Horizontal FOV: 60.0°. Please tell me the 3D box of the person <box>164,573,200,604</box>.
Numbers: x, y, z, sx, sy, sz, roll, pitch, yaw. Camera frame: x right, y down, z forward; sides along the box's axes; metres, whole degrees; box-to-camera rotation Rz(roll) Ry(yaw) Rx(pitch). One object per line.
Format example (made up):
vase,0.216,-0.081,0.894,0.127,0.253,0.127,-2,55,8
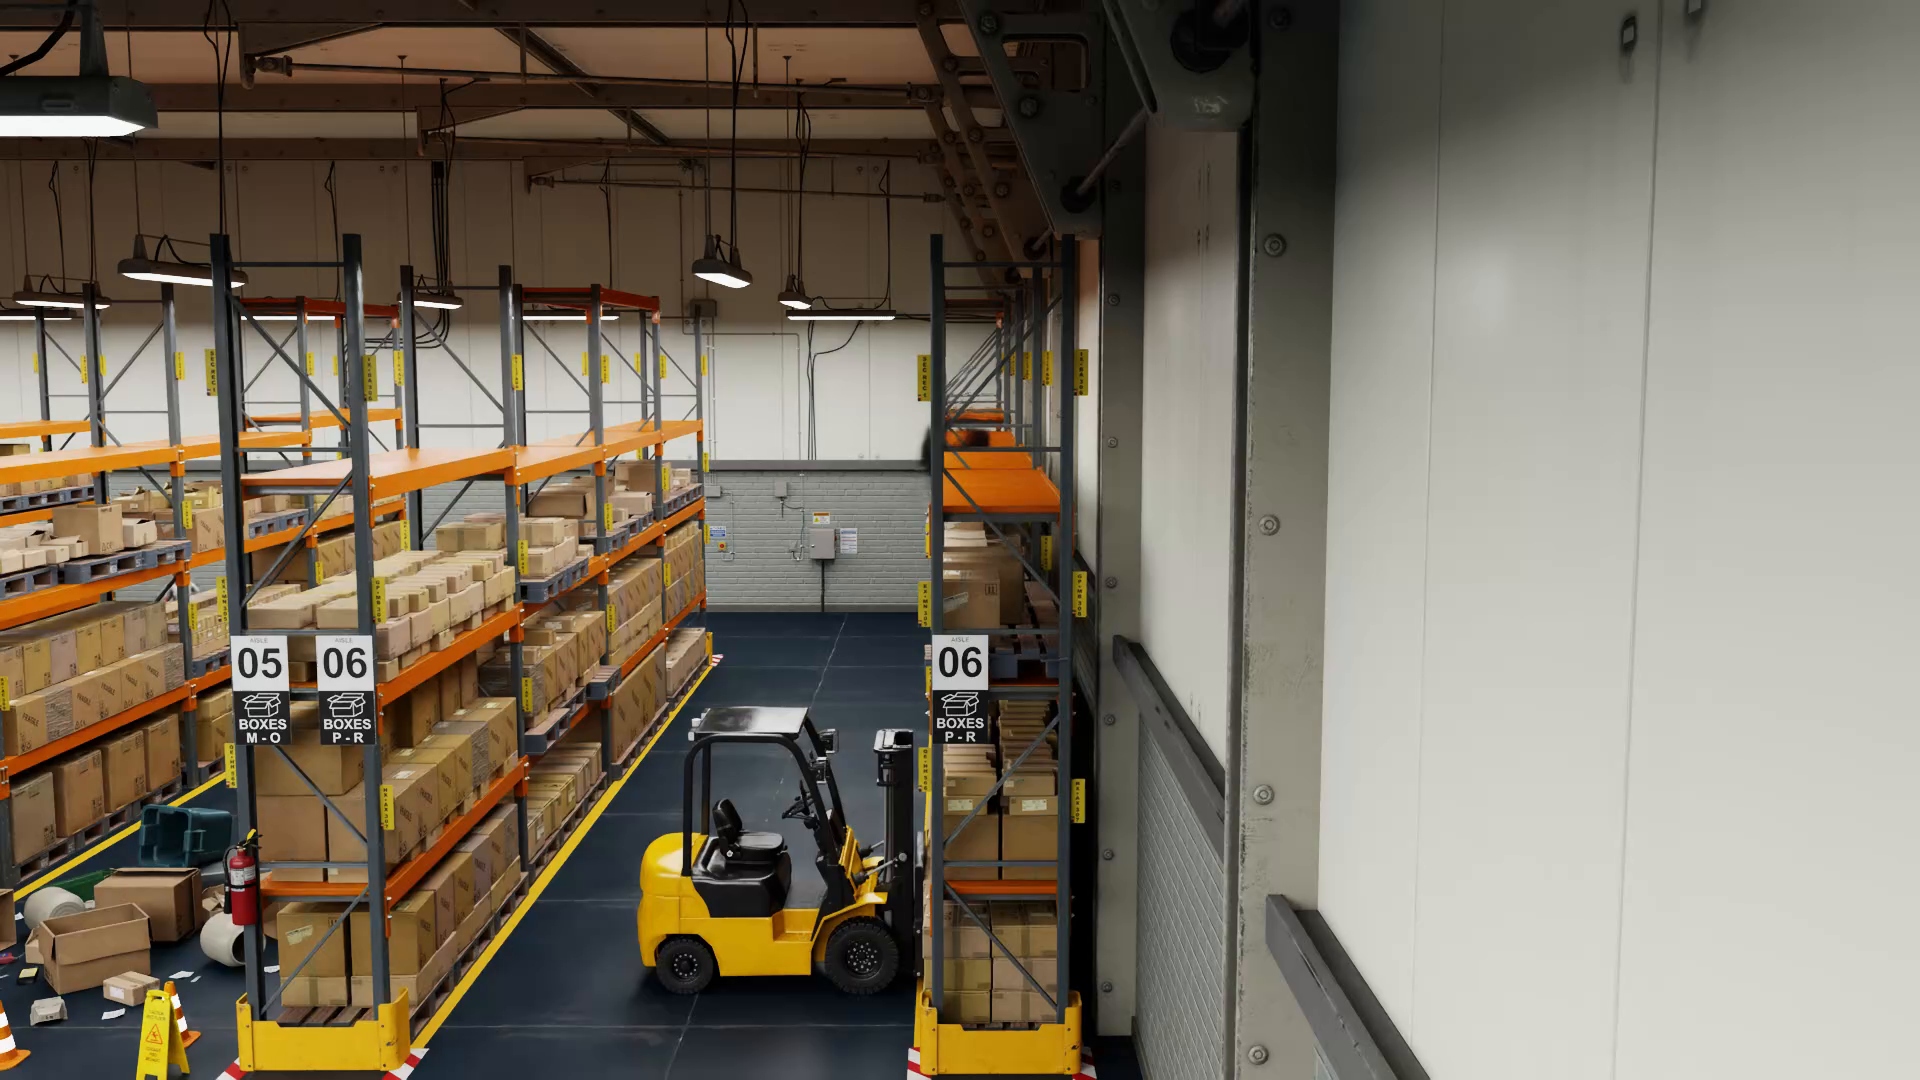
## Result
person,-13.103,1.245,28.094,0.597,1.554,0.575,-4,8,-34
